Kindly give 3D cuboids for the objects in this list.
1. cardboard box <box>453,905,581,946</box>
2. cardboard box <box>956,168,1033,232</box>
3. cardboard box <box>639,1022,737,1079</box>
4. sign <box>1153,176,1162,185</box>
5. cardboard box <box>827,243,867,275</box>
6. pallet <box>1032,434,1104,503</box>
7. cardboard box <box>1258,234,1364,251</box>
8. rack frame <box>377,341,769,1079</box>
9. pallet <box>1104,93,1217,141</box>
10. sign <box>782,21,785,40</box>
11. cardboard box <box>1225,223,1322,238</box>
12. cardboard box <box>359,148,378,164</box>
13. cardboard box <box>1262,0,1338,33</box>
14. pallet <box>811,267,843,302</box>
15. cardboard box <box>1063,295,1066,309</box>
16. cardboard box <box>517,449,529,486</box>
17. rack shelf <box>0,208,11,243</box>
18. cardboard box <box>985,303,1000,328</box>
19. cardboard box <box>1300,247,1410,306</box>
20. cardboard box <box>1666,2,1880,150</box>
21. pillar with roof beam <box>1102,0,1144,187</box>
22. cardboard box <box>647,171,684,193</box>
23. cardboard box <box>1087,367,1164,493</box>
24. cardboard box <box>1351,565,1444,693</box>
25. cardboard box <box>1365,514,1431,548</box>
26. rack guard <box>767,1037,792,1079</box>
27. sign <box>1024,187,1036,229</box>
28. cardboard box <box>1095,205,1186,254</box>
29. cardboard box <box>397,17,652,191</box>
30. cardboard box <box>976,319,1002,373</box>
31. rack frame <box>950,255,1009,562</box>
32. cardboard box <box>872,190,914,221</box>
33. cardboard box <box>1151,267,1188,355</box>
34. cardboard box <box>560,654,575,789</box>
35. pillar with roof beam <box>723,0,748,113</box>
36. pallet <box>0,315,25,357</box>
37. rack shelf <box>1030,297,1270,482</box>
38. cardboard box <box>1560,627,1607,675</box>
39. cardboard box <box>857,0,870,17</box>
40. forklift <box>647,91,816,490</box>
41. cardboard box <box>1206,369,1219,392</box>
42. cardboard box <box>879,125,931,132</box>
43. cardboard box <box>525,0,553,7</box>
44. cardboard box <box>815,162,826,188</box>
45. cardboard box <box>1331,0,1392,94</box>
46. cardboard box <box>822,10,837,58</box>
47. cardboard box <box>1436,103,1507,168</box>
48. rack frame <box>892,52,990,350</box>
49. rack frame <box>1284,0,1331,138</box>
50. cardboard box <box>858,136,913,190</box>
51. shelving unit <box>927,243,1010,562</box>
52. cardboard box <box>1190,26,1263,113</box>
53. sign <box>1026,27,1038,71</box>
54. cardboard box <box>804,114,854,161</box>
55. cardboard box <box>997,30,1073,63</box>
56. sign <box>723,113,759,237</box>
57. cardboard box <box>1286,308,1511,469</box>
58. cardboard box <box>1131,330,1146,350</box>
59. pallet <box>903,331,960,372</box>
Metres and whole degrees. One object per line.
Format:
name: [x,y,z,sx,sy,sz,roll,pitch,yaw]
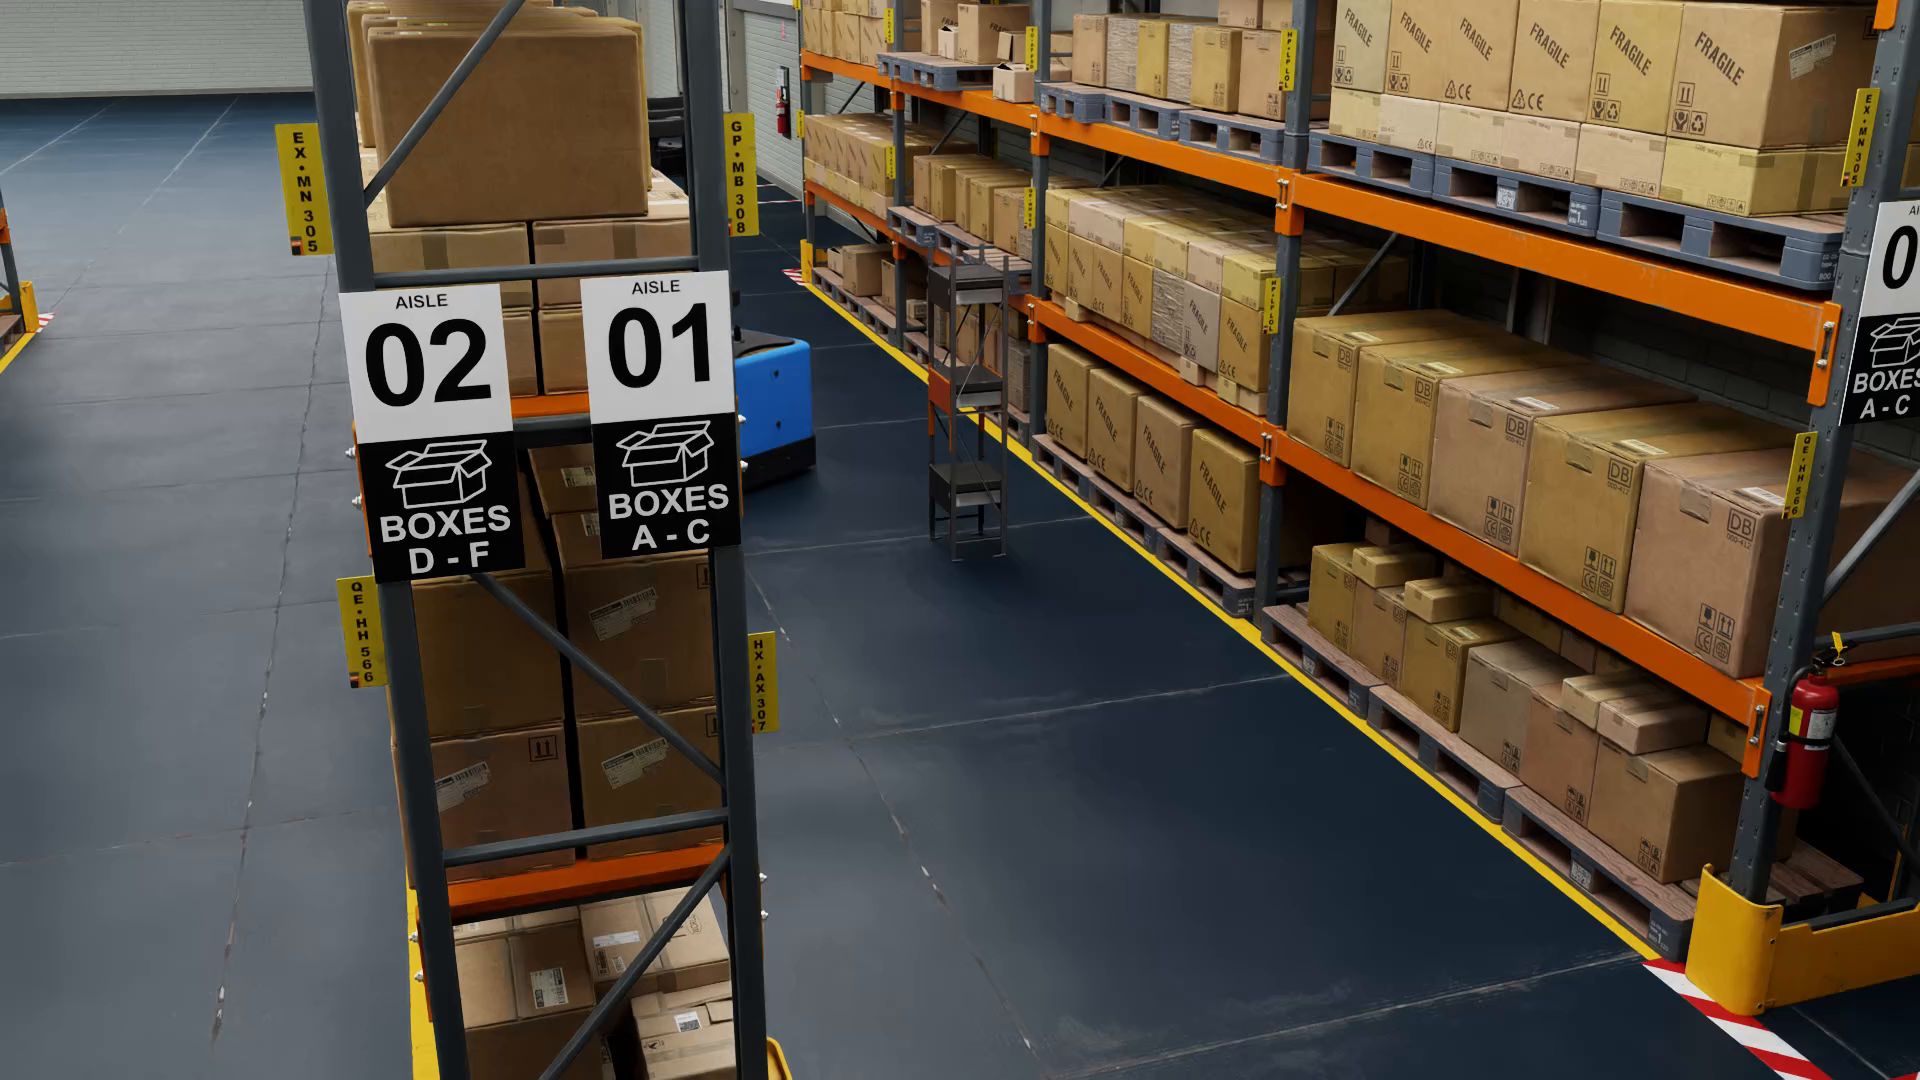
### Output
cardboard box: [-1.789,1.527,6.645,0.500,0.250,0.500,-6,21,-17]
cardboard box: [0.349,-3.181,15.537,0.700,0.500,0.500,-4,20,-10]
cardboard box: [-0.919,1.860,5.867,0.380,0.149,0.250,-6,21,-17]
sign: [1.599,-2.803,13.571,0.100,0.325,0.005,-6,21,-17]
cardboard box: [-1.310,-3.476,20.483,0.500,0.311,0.500,-9,22,-23]
pallet: [1.249,-0.625,13.345,1.003,0.211,1.213,-6,21,-17]
cardboard box: [2.262,-1.807,10.782,0.500,0.250,0.500,-6,21,-17]
rack frame: [-1.114,0.896,4.984,1.000,3.000,0.127,-6,21,-17]
pallet: [1.680,-2.962,11.567,1.003,0.211,1.213,-5,20,-15]
sign: [-2.935,-8.460,27.602,0.001,0.298,0.199,-6,21,-17]
cardboard box: [2.100,-1.967,11.229,0.500,0.250,0.500,-7,21,-19]
cardboard box: [-1.992,-1.299,6.140,0.500,0.250,0.500,-6,21,-17]
cardboard box: [2.178,-3.230,10.126,0.500,0.250,0.500,-5,20,-13]
pallet: [-1.196,-3.165,20.415,1.003,0.211,1.213,-6,21,-17]
cardboard box: [1.027,-1.878,13.049,0.380,0.149,0.250,-6,21,-16]
cardboard box: [-1.488,-0.283,6.639,0.500,0.500,0.500,-7,21,-18]
rack shelf: [-10.218,-2.733,16.152,1.077,0.370,4.000,-6,21,-17]
cardboard box: [0.511,-2.162,15.435,0.500,0.250,0.500,-6,21,-17]
cardboard box: [2.433,-1.640,10.317,0.500,0.250,0.500,-6,21,-16]
cardboard box: [3.098,-1.776,6.329,0.500,0.500,0.500,-6,21,-17]
pillar with roof beam: [-2.601,-5.074,12.730,9.100,9.000,0.400,-6,21,-17]
cardboard box: [-1.179,-1.034,5.402,0.500,0.250,0.500,-6,21,-17]
cardboard box: [1.449,-0.853,12.412,0.750,0.750,0.750,-6,21,-17]
cardboard box: [2.623,0.476,9.229,0.700,0.500,0.500,-7,21,-18]
cardboard box: [2.611,-0.058,9.758,0.380,0.149,0.250,-7,21,-18]
rack guard: [-1.138,2.048,5.474,1.175,0.500,0.348,-6,21,-17]
sign: [0.561,-2.645,13.249,0.100,0.325,0.005,-6,21,-17]
cardboard box: [1.301,-2.242,11.995,0.500,0.250,0.500,-6,21,-17]
cardboard box: [-1.368,-1.366,5.217,0.700,0.500,0.500,-6,21,-17]
cardboard box: [0.562,-1.789,15.506,0.700,0.500,0.500,-7,21,-17]
rack frame: [0.129,-0.857,11.196,0.400,2.100,0.015,-6,21,-17]
cardboard box: [-0.621,-3.541,17.529,0.500,0.250,0.500,-6,21,-17]
cardboard box: [1.626,-1.557,11.198,0.500,0.500,0.500,-6,21,-17]
cardboard box: [-1.170,0.514,5.901,0.500,0.500,0.500,-7,21,-18]
pillar with roof beam: [-8.259,-10.850,28.812,9.100,9.000,0.400,-6,21,-17]
pallet: [-10.528,-2.120,17.507,1.003,0.211,1.213,-6,21,-17]
rack shelf: [1.701,-1.218,11.935,1.077,0.370,4.000,-6,21,-17]
cardboard box: [3.183,0.523,8.141,0.380,0.149,0.250,-6,21,-16]
cardboard box: [-0.782,-5.729,17.334,0.500,0.500,0.500,-5,20,-14]
forklift: [-2.634,-2.113,13.464,3.031,2.935,1.130,15,25,36]
cardboard box: [1.815,-1.051,10.747,0.380,0.149,0.250,-6,21,-16]
cardboard box: [-0.618,-4.439,18.921,0.500,0.500,0.500,-6,21,-16]
cardboard box: [-2.182,-2.165,7.441,0.700,0.500,0.500,-6,21,-17]
cardboard box: [-1.413,-4.349,19.780,0.500,0.250,0.500,-7,21,-19]
cardboard box: [2.288,-2.595,8.610,0.500,0.500,0.500,-7,21,-18]
cardboard box: [-1.272,-5.758,18.894,0.500,0.500,0.500,-5,20,-15]
cardboard box: [2.612,-1.922,7.846,0.500,0.250,0.500,-7,21,-19]
rack frame: [-0.184,-3.482,17.174,1.000,3.000,0.127,-6,21,-17]
rack frame: [2.330,-3.738,9.012,1.000,3.000,0.127,-6,21,-17]
cardboard box: [-0.789,-4.052,17.844,0.500,0.500,0.500,-7,21,-18]
shelving unit: [0.052,-0.935,11.414,0.431,2.100,0.503,-6,21,-17]
cardboard box: [1.921,-3.046,10.725,0.700,0.500,0.500,-7,21,-18]
sign: [0.557,-3.796,12.847,0.100,0.325,0.005,-6,21,-17]
cardboard box: [-1.577,-4.872,20.127,0.500,0.500,0.500,-6,21,-17]
cardboard box: [0.753,-4.094,14.258,0.797,0.503,0.637,-3,20,-10]
sign: [-0.599,-0.984,4.490,0.100,0.325,0.005,-6,21,-17]
cardboard box: [2.485,-0.880,9.486,0.980,0.700,0.700,-6,21,-16]
cardboard box: [1.449,-1.468,11.909,0.380,0.149,0.250,-6,21,-17]
pallet: [0.062,-1.920,16.950,1.003,0.211,1.213,-6,21,-17]
